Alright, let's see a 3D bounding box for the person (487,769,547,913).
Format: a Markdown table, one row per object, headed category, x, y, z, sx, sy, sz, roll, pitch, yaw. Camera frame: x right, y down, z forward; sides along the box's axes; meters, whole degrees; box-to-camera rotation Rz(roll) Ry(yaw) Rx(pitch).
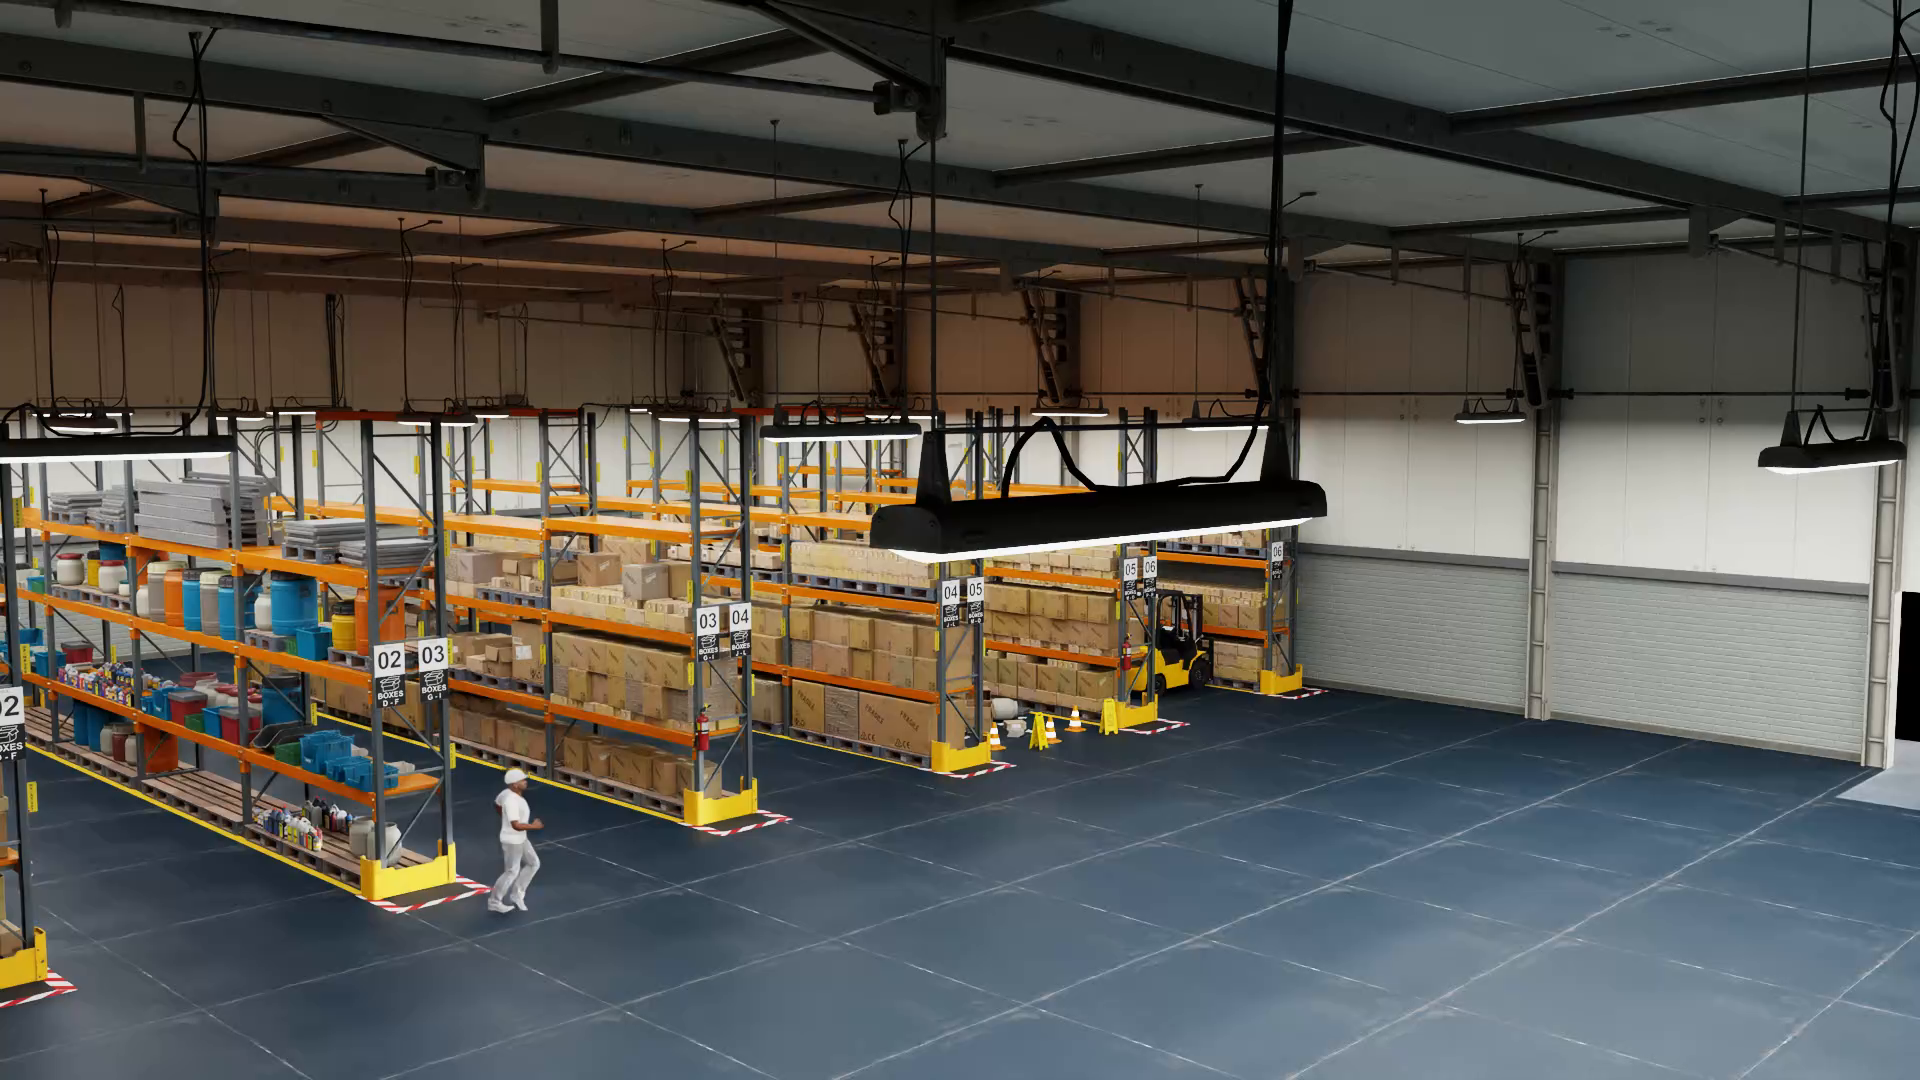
| category | x | y | z | sx | sy | sz | roll | pitch | yaw |
| --- | --- | --- | --- | --- | --- | --- | --- | --- | --- |
| person | -5.396 | 3.682 | 20.254 | 0.728 | 1.819 | 0.725 | -1 | 5 | -11 |
